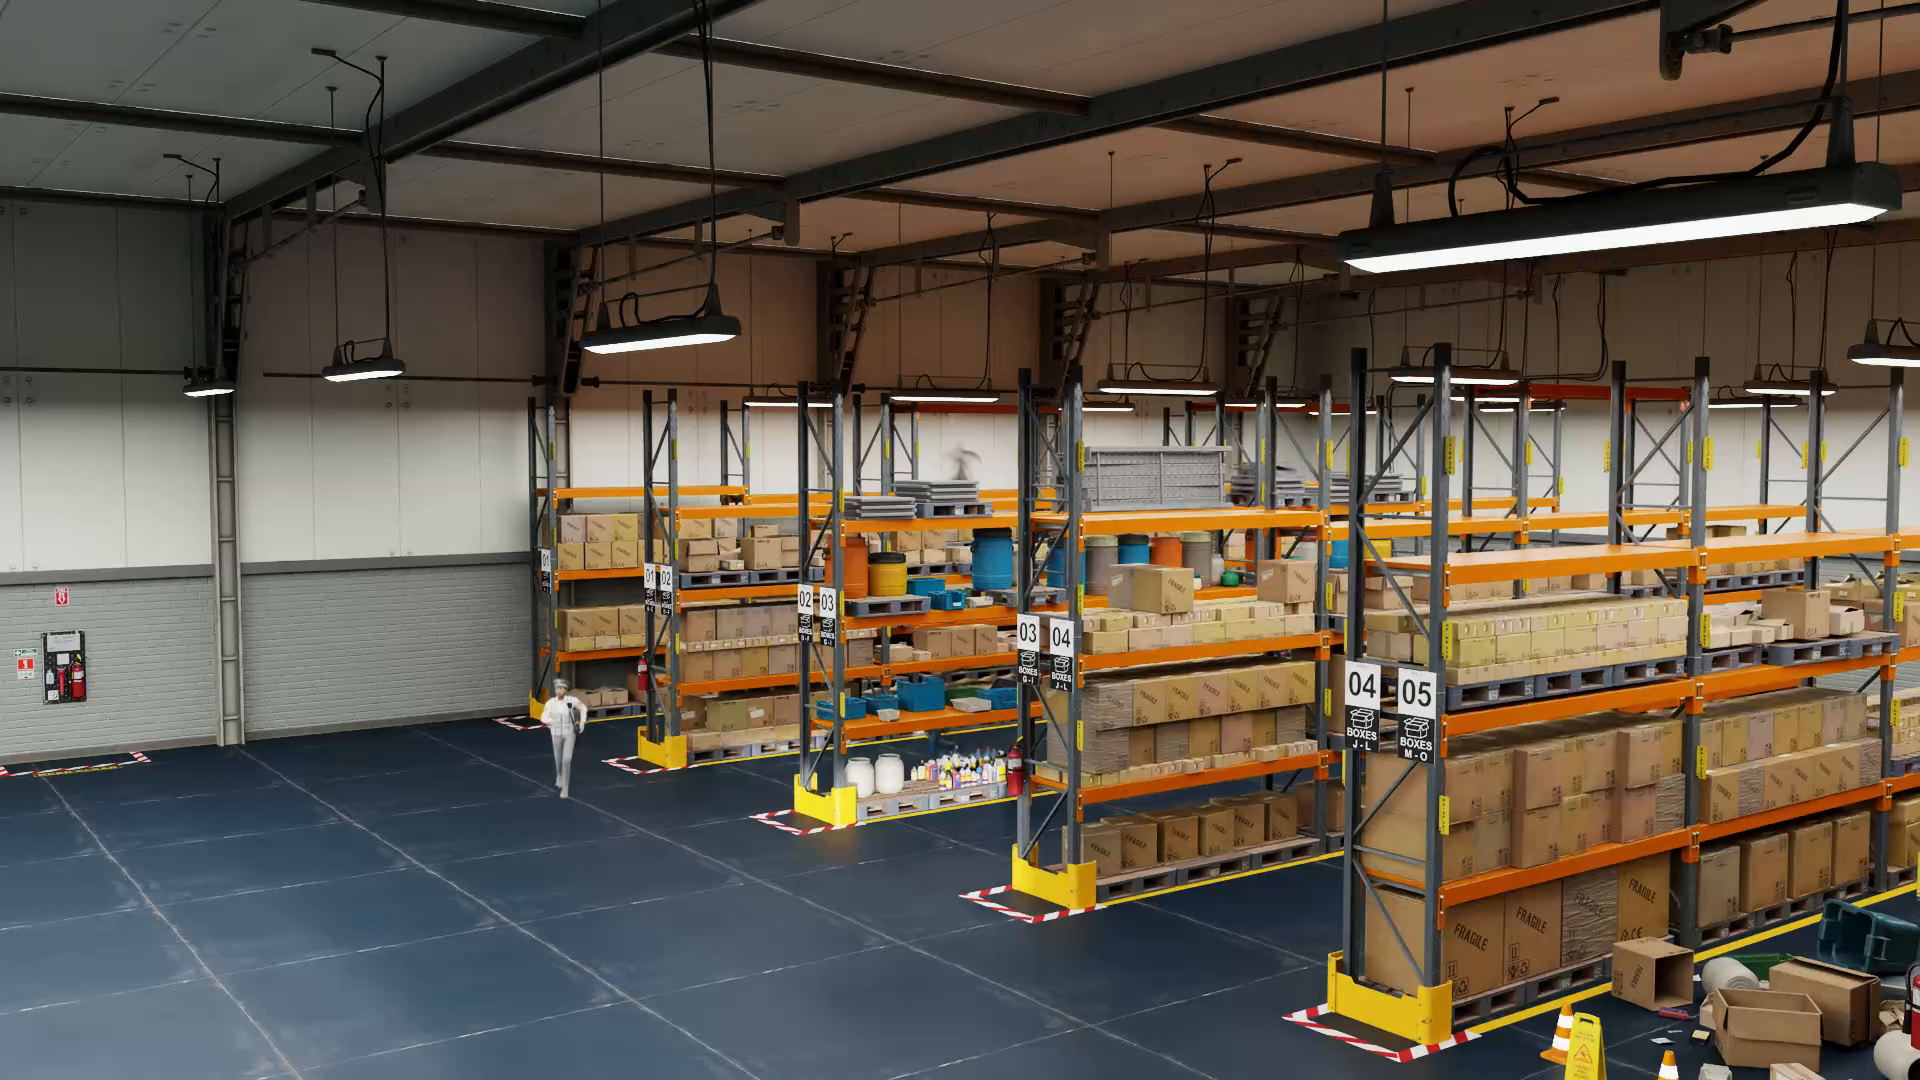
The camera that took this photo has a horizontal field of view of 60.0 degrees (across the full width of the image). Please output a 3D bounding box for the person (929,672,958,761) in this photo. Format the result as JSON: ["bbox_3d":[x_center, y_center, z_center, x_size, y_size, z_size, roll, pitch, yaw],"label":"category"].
[{"bbox_3d":[-0.297,2.855,26.030,0.759,1.571,0.547,-3,4,-39],"label":"person"}]

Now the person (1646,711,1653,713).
[{"bbox_3d":[8.754,3.029,21.015,1.042,1.771,0.690,-3,5,-42],"label":"person"}]

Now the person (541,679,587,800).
[{"bbox_3d":[-5.802,2.878,24.400,0.622,1.738,0.889,0,3,-2],"label":"person"}]
